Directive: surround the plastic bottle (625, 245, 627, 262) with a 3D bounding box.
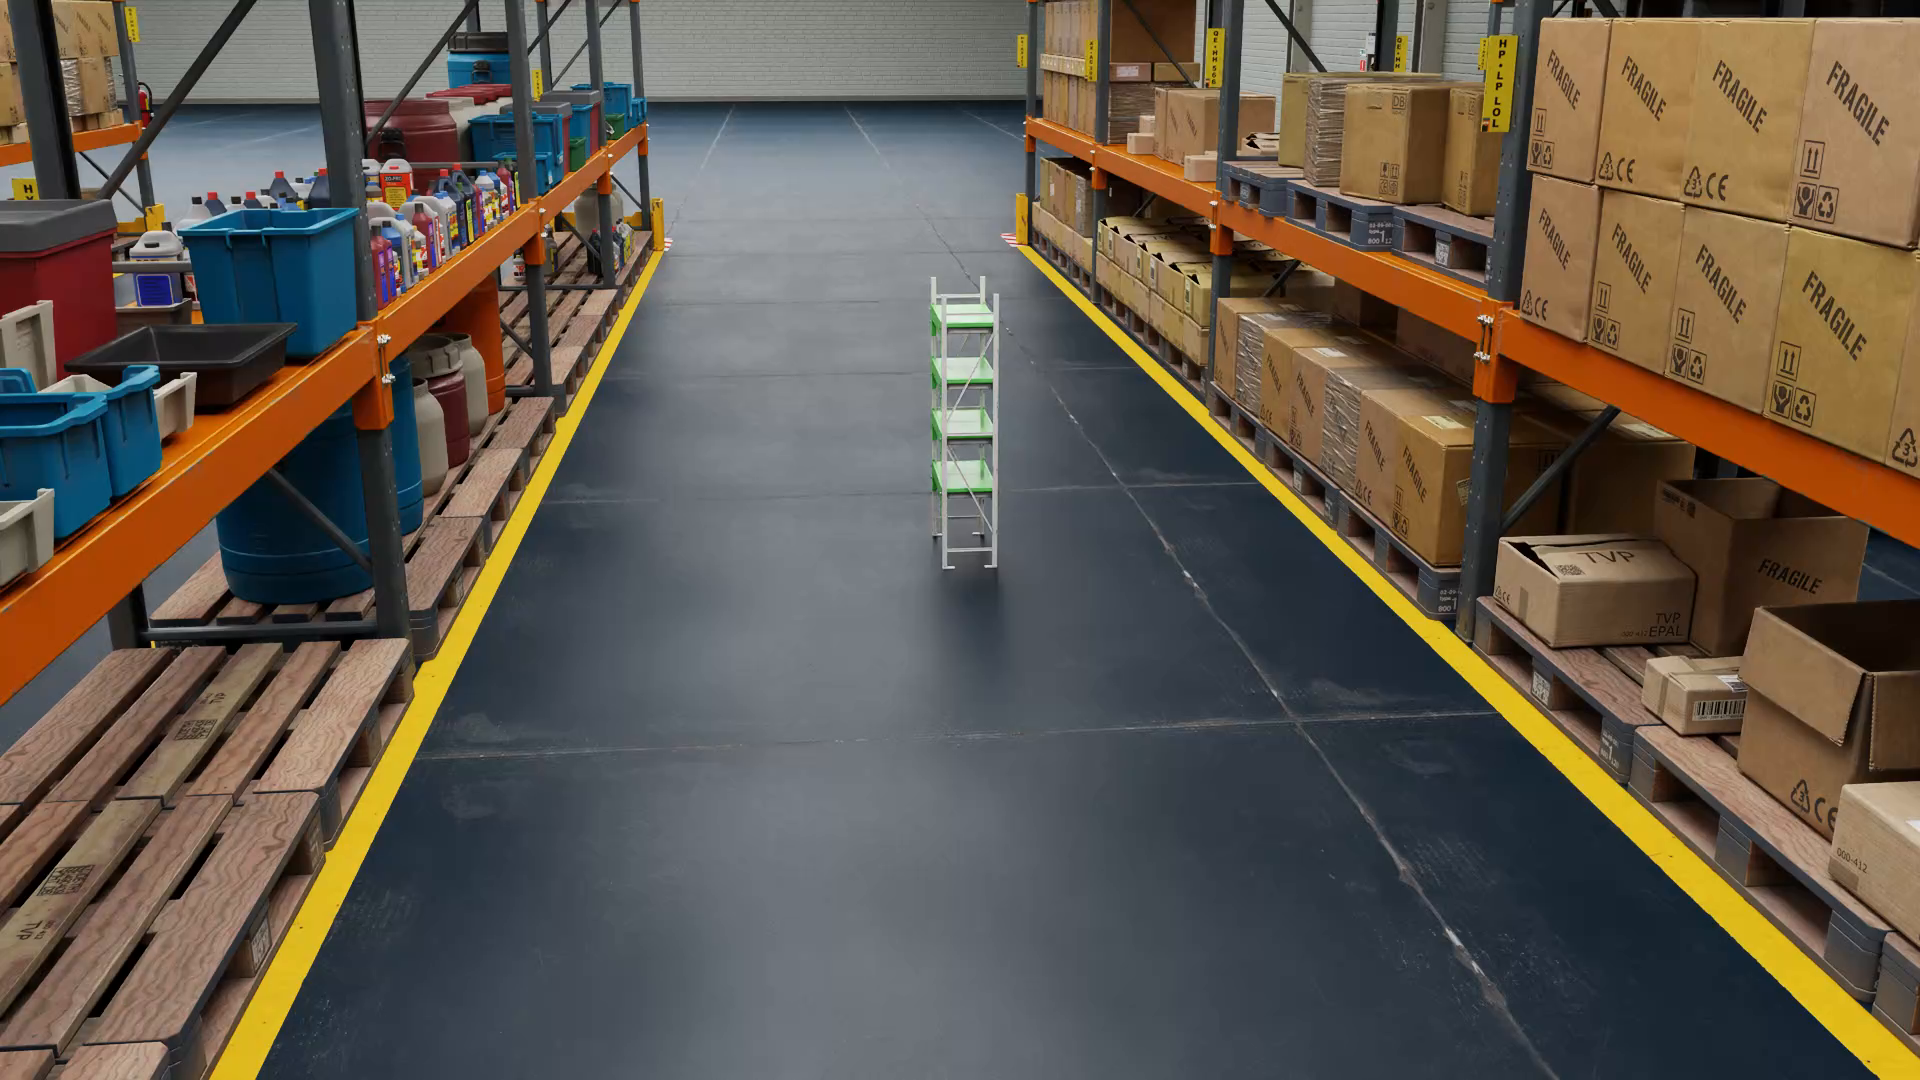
[{"bbox_3d":[-3.011,-2.560,14.762,0.097,0.201,0.097,0,17,0],"label":"plastic bottle"}]

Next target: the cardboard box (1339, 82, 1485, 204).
[{"bbox_3d":[2.193,-1.832,7.636,0.700,0.500,0.500,-6,19,-20],"label":"cardboard box"}]

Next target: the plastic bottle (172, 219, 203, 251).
[{"bbox_3d":[-2.890,-1.064,6.267,0.152,0.276,0.135,-2,18,-6],"label":"plastic bottle"}]

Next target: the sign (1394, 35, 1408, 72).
[{"bbox_3d":[2.563,-2.785,9.740,0.100,0.325,0.005,-2,18,-6],"label":"sign"}]

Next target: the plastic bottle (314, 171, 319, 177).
[{"bbox_3d":[-3.140,-1.657,8.141,0.061,0.283,0.133,-2,18,-6],"label":"plastic bottle"}]

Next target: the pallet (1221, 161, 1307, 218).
[{"bbox_3d":[2.164,-1.960,9.232,1.213,0.211,1.003,-2,18,-6],"label":"pallet"}]

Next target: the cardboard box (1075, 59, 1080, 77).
[{"bbox_3d":[1.241,-4.253,14.965,0.380,0.149,0.250,-1,17,-4],"label":"cardboard box"}]

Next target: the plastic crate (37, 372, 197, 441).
[{"bbox_3d":[-2.012,-0.301,3.967,0.293,0.136,0.466,-2,18,-6],"label":"plastic crate"}]

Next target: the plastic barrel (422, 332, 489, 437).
[{"bbox_3d":[-2.688,-0.802,8.676,0.421,0.512,0.421,0,17,0],"label":"plastic barrel"}]

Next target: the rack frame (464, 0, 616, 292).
[{"bbox_3d":[-3.316,-3.291,13.151,1.000,3.000,0.127,-2,18,-6],"label":"rack frame"}]

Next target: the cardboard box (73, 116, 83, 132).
[{"bbox_3d":[-8.323,-3.833,15.298,0.380,0.149,0.250,-2,18,-6],"label":"cardboard box"}]

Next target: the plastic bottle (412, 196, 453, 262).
[{"bbox_3d":[-2.279,-1.343,7.154,0.152,0.276,0.135,-2,18,-6],"label":"plastic bottle"}]

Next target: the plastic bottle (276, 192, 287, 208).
[{"bbox_3d":[-2.972,-1.397,7.334,0.097,0.271,0.097,0,17,0],"label":"plastic bottle"}]

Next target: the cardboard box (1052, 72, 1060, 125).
[{"bbox_3d":[1.294,-4.386,16.474,0.700,0.500,0.500,-1,17,-4],"label":"cardboard box"}]

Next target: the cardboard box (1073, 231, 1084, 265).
[{"bbox_3d":[1.305,-2.612,14.878,0.500,0.250,0.500,-2,18,-6],"label":"cardboard box"}]

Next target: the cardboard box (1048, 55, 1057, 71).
[{"bbox_3d":[1.080,-4.715,16.439,0.380,0.149,0.250,-2,18,-5],"label":"cardboard box"}]

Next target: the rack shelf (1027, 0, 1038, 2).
[{"bbox_3d":[1.406,-5.127,15.192,1.077,0.370,4.000,-2,18,-6],"label":"rack shelf"}]

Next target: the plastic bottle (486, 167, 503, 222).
[{"bbox_3d":[-2.399,-1.769,8.518,0.097,0.271,0.097,0,17,0],"label":"plastic bottle"}]

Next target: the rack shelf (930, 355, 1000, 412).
[{"bbox_3d":[0.017,-0.691,7.288,0.258,0.148,0.480,-2,18,-6],"label":"rack shelf"}]

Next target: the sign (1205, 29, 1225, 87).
[{"bbox_3d":[1.473,-2.785,9.608,0.100,0.325,0.005,-2,18,-6],"label":"sign"}]

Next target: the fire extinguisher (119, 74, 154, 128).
[{"bbox_3d":[-8.208,-4.341,16.626,0.296,0.674,0.183,-2,18,-6],"label":"fire extinguisher"}]

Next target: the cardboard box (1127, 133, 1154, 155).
[{"bbox_3d":[1.500,-3.053,12.812,0.380,0.149,0.250,-2,18,-6],"label":"cardboard box"}]

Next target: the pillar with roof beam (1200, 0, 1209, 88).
[{"bbox_3d":[0.920,-12.699,33.103,9.100,9.000,0.400,-2,18,-6],"label":"pillar with roof beam"}]

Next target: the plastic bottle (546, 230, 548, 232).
[{"bbox_3d":[-3.840,-2.777,15.451,0.097,0.201,0.097,0,17,0],"label":"plastic bottle"}]

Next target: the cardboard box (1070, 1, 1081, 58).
[{"bbox_3d":[1.404,-4.690,15.275,0.700,0.500,0.500,-2,18,-6],"label":"cardboard box"}]

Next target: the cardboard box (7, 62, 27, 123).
[{"bbox_3d":[-8.395,-3.759,13.980,0.875,0.500,0.500,-2,18,-6],"label":"cardboard box"}]

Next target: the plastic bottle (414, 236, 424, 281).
[{"bbox_3d":[-2.192,-1.136,6.618,0.097,0.201,0.097,0,17,0],"label":"plastic bottle"}]

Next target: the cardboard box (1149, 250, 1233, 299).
[{"bbox_3d":[1.616,-1.861,11.549,0.500,0.311,0.500,-2,18,-6],"label":"cardboard box"}]

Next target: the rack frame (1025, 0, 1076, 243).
[{"bbox_3d":[1.199,-4.635,17.431,1.000,3.000,0.127,-2,18,-6],"label":"rack frame"}]

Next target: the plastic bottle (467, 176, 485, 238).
[{"bbox_3d":[-2.319,-1.596,7.946,0.061,0.283,0.133,-2,18,-6],"label":"plastic bottle"}]

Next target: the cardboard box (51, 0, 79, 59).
[{"bbox_3d":[-8.246,-4.542,14.804,0.500,0.500,0.500,-2,18,-6],"label":"cardboard box"}]

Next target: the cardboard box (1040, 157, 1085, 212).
[{"bbox_3d":[1.087,-3.565,16.663,0.500,0.500,0.500,-2,18,-6],"label":"cardboard box"}]

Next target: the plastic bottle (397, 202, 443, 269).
[{"bbox_3d":[-2.255,-1.274,6.934,0.152,0.276,0.135,-2,18,-6],"label":"plastic bottle"}]

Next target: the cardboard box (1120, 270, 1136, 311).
[{"bbox_3d":[1.515,-1.897,12.601,0.500,0.250,0.500,-2,18,-7],"label":"cardboard box"}]

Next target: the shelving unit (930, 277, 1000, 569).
[{"bbox_3d":[0.017,-0.523,7.340,0.258,1.200,0.503,-2,18,-6],"label":"shelving unit"}]

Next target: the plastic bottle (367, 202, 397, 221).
[{"bbox_3d":[-2.406,-1.269,6.919,0.152,0.276,0.135,-2,18,-6],"label":"plastic bottle"}]

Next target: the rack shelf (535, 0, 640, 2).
[{"bbox_3d":[-3.522,-4.975,14.708,1.077,0.370,4.000,-2,18,-6],"label":"rack shelf"}]

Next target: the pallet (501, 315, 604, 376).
[{"bbox_3d":[-3.067,-1.363,11.667,1.003,0.211,1.213,-2,18,-6],"label":"pallet"}]

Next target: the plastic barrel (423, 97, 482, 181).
[{"bbox_3d":[-3.265,-2.578,10.694,0.421,0.512,0.421,0,17,0],"label":"plastic barrel"}]

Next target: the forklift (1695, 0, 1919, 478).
[{"bbox_3d":[4.471,-1.852,8.684,1.130,2.935,3.031,-2,18,-6],"label":"forklift"}]

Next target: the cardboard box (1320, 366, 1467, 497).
[{"bbox_3d":[2.007,-0.512,7.738,0.500,0.500,0.500,-2,17,-5],"label":"cardboard box"}]

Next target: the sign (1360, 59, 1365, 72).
[{"bbox_3d":[6.268,-7.317,25.916,0.001,0.329,0.234,-2,18,-6],"label":"sign"}]

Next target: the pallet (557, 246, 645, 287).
[{"bbox_3d":[-3.472,-2.526,15.371,1.003,0.211,1.213,-2,18,-6],"label":"pallet"}]

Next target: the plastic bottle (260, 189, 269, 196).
[{"bbox_3d":[-3.049,-1.395,7.307,0.061,0.283,0.133,-2,18,-6],"label":"plastic bottle"}]

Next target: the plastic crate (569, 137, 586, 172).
[{"bbox_3d":[-2.855,-2.680,11.558,0.450,0.188,0.662,-2,18,-6],"label":"plastic crate"}]

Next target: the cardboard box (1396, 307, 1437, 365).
[{"bbox_3d":[2.474,-1.033,8.148,0.500,0.250,0.500,-2,18,-7],"label":"cardboard box"}]

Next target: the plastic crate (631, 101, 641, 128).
[{"bbox_3d":[-3.318,-4.078,15.907,0.499,0.251,0.408,-2,18,-6],"label":"plastic crate"}]

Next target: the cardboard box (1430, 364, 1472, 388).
[{"bbox_3d":[2.519,-0.536,7.815,0.500,0.500,0.500,-2,17,-5],"label":"cardboard box"}]

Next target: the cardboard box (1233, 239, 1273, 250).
[{"bbox_3d":[2.096,-2.034,12.100,0.500,0.311,0.500,-2,18,-6],"label":"cardboard box"}]

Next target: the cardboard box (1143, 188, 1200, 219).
[{"bbox_3d":[1.875,-2.837,14.343,0.500,0.500,0.500,-2,18,-6],"label":"cardboard box"}]

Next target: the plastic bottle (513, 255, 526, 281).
[{"bbox_3d":[-3.663,-2.264,13.818,0.097,0.201,0.097,0,17,0],"label":"plastic bottle"}]

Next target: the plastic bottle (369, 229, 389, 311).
[{"bbox_3d":[-2.104,-0.974,5.967,0.061,0.283,0.133,-2,18,-6],"label":"plastic bottle"}]

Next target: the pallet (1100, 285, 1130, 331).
[{"bbox_3d":[1.727,-1.894,13.358,1.003,0.211,1.213,-2,18,-6],"label":"pallet"}]

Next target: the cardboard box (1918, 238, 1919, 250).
[{"bbox_3d":[2.419,-0.821,3.449,0.500,0.500,0.500,-1,17,-4],"label":"cardboard box"}]

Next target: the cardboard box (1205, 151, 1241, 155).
[{"bbox_3d":[1.837,-2.509,11.082,0.380,0.149,0.250,0,17,-2],"label":"cardboard box"}]

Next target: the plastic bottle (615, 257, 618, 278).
[{"bbox_3d":[-2.923,-2.304,13.947,0.097,0.201,0.097,0,17,0],"label":"plastic bottle"}]

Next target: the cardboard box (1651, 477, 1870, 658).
[{"bbox_3d":[2.778,0.084,5.839,0.500,0.500,0.500,-2,18,-6],"label":"cardboard box"}]
